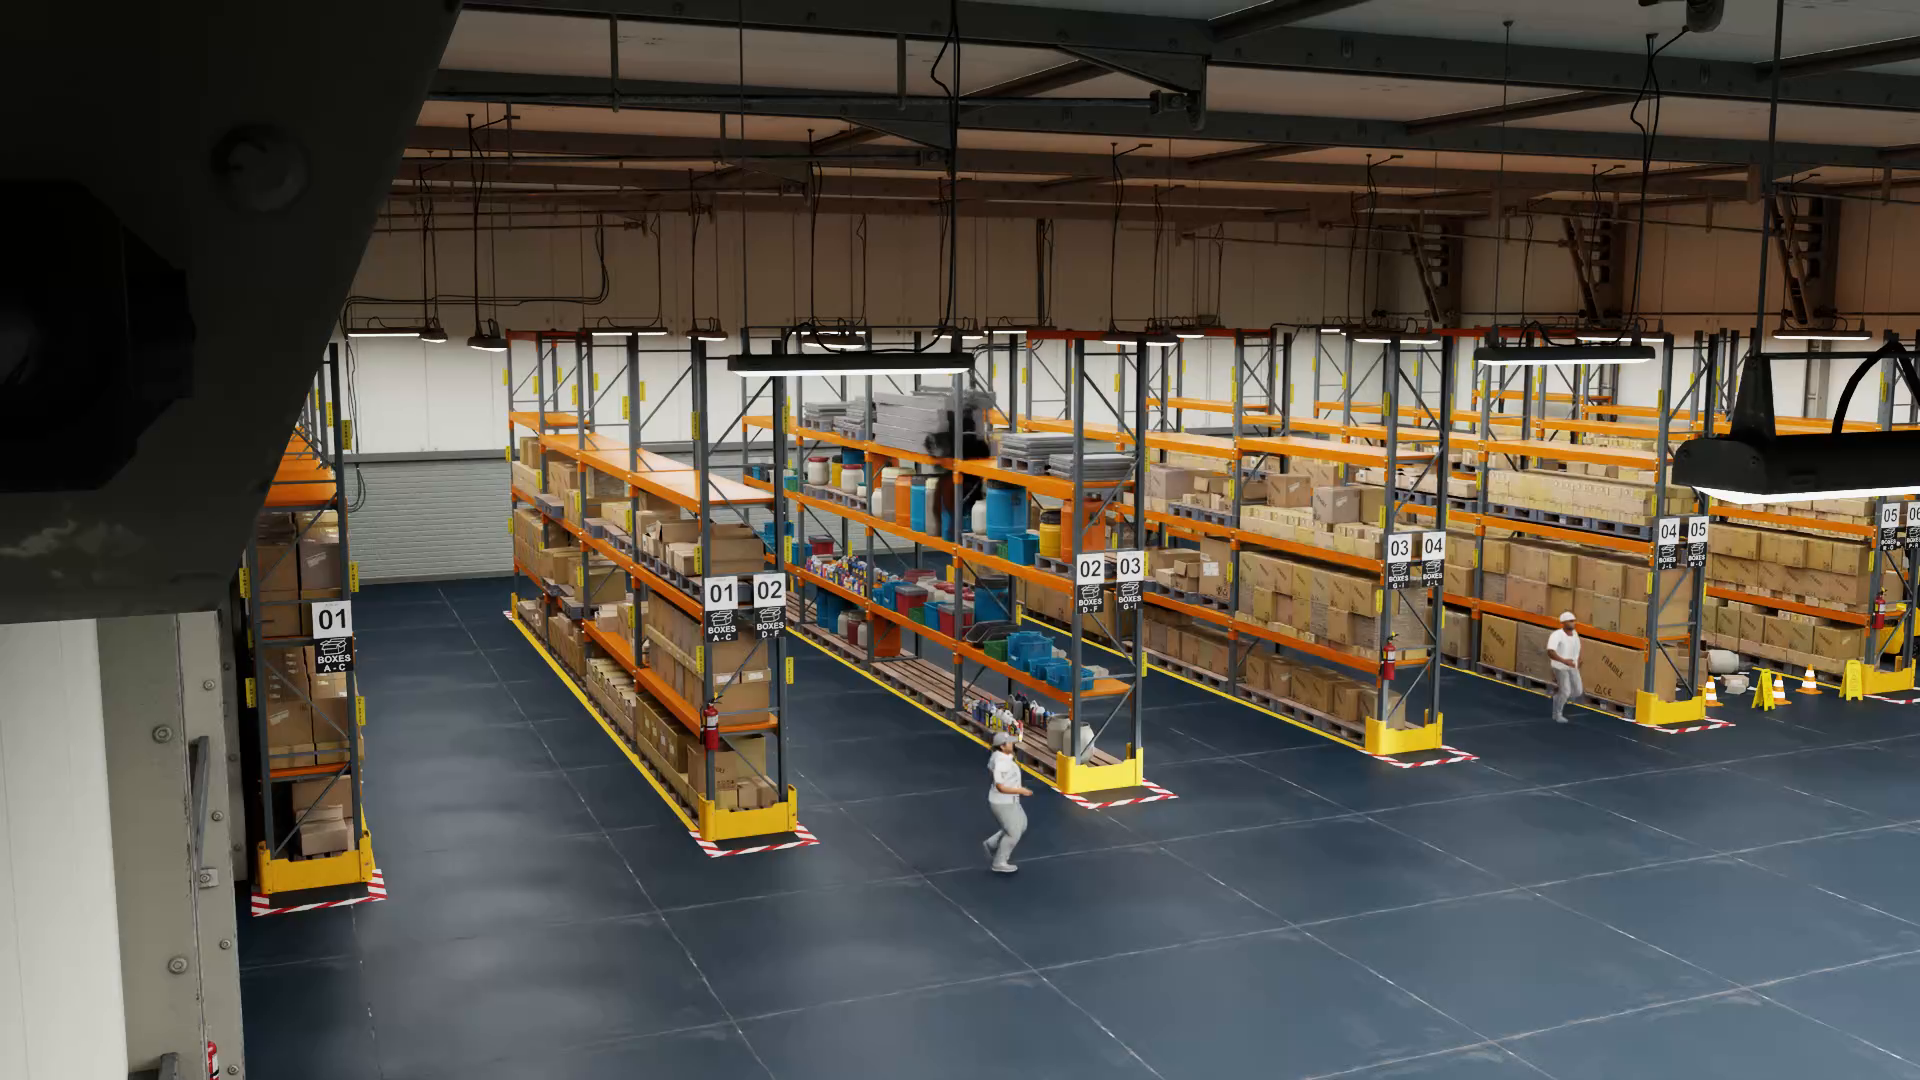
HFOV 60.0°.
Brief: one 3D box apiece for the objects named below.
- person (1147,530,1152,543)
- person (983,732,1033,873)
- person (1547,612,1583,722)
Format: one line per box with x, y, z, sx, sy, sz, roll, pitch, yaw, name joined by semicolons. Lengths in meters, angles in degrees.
4.679;-0.164;41.814;0.785;1.719;0.695;-3;8;-22;person
0.542;2.968;18.900;0.561;1.620;0.600;0;8;1;person
9.424;1.972;25.829;0.733;1.727;0.601;-4;9;-30;person
